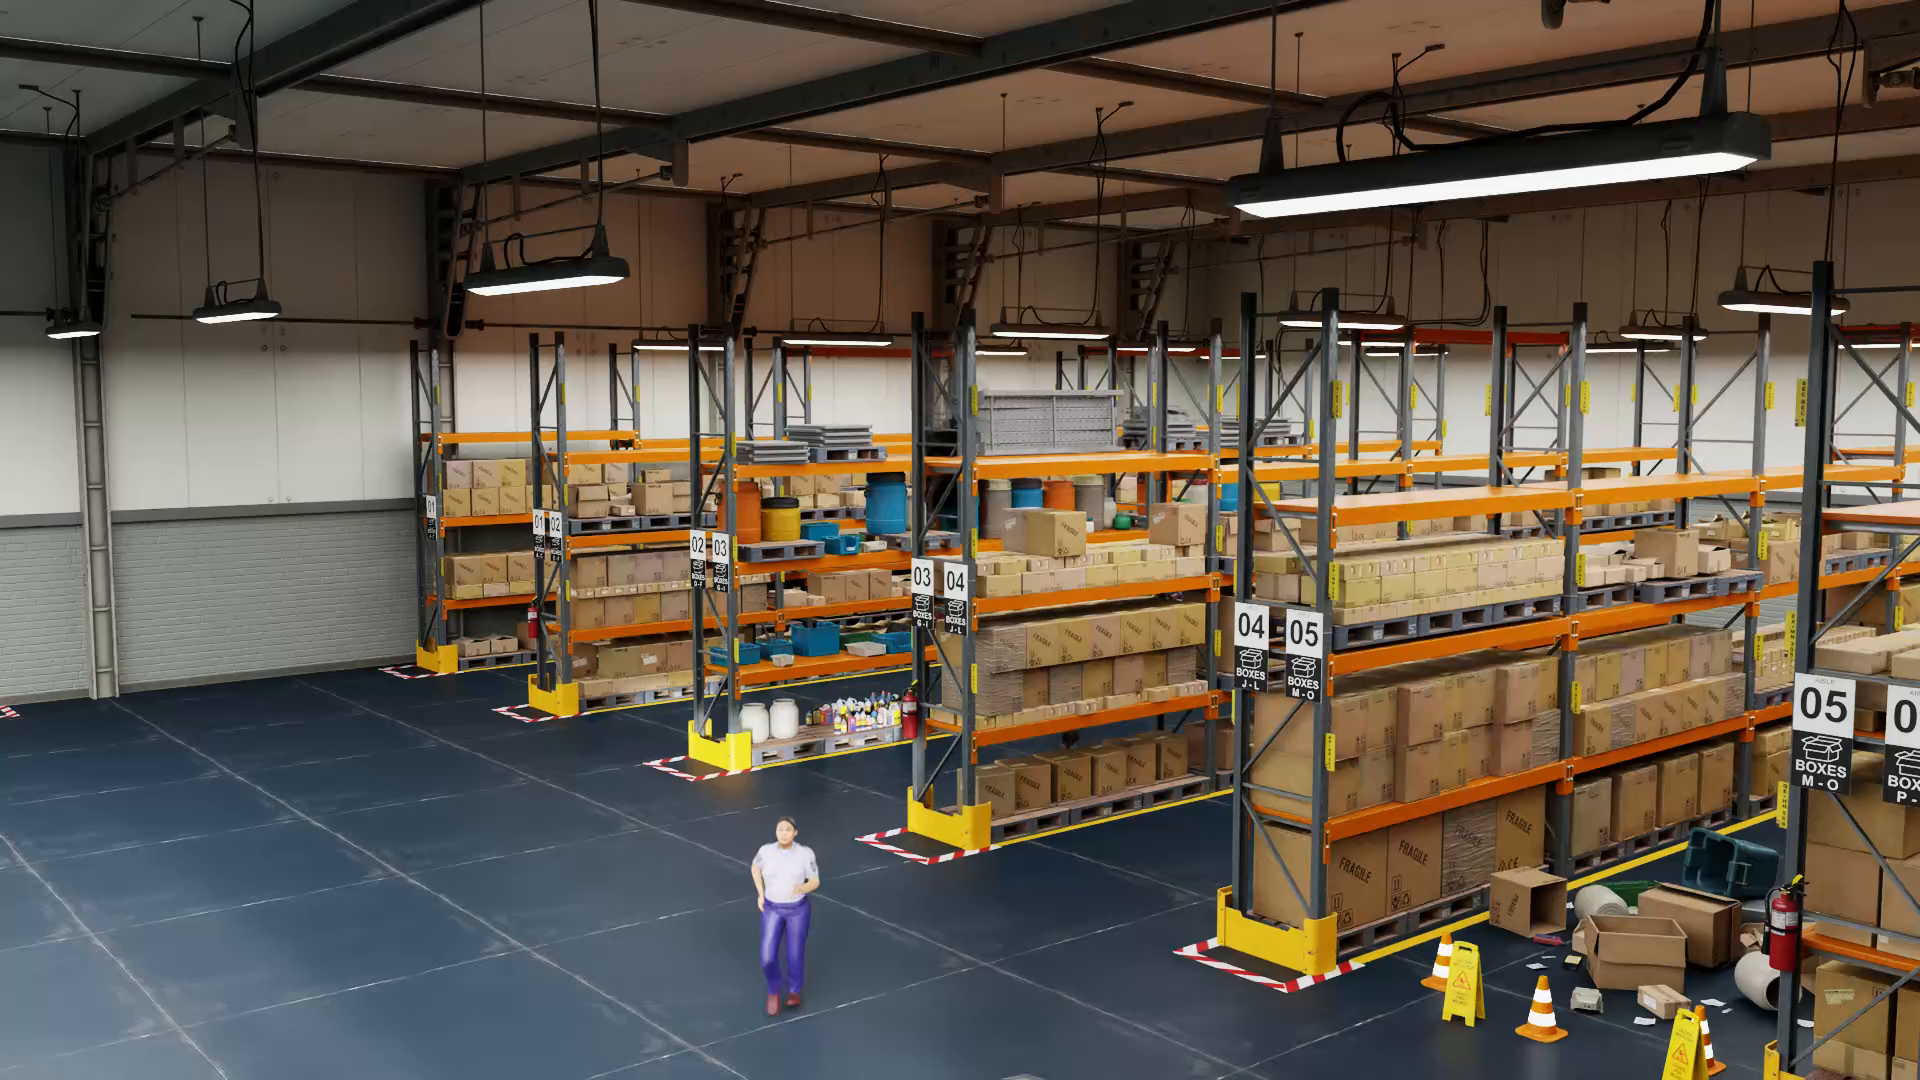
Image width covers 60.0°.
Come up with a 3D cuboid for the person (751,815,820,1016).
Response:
[{"bbox_3d":[-1.444,3.100,13.659,0.585,1.664,0.630,0,5,0],"label":"person"}]

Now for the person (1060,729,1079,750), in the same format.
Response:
[{"bbox_3d":[1.396,2.024,22.280,0.665,1.748,0.553,-5,7,-42],"label":"person"}]
